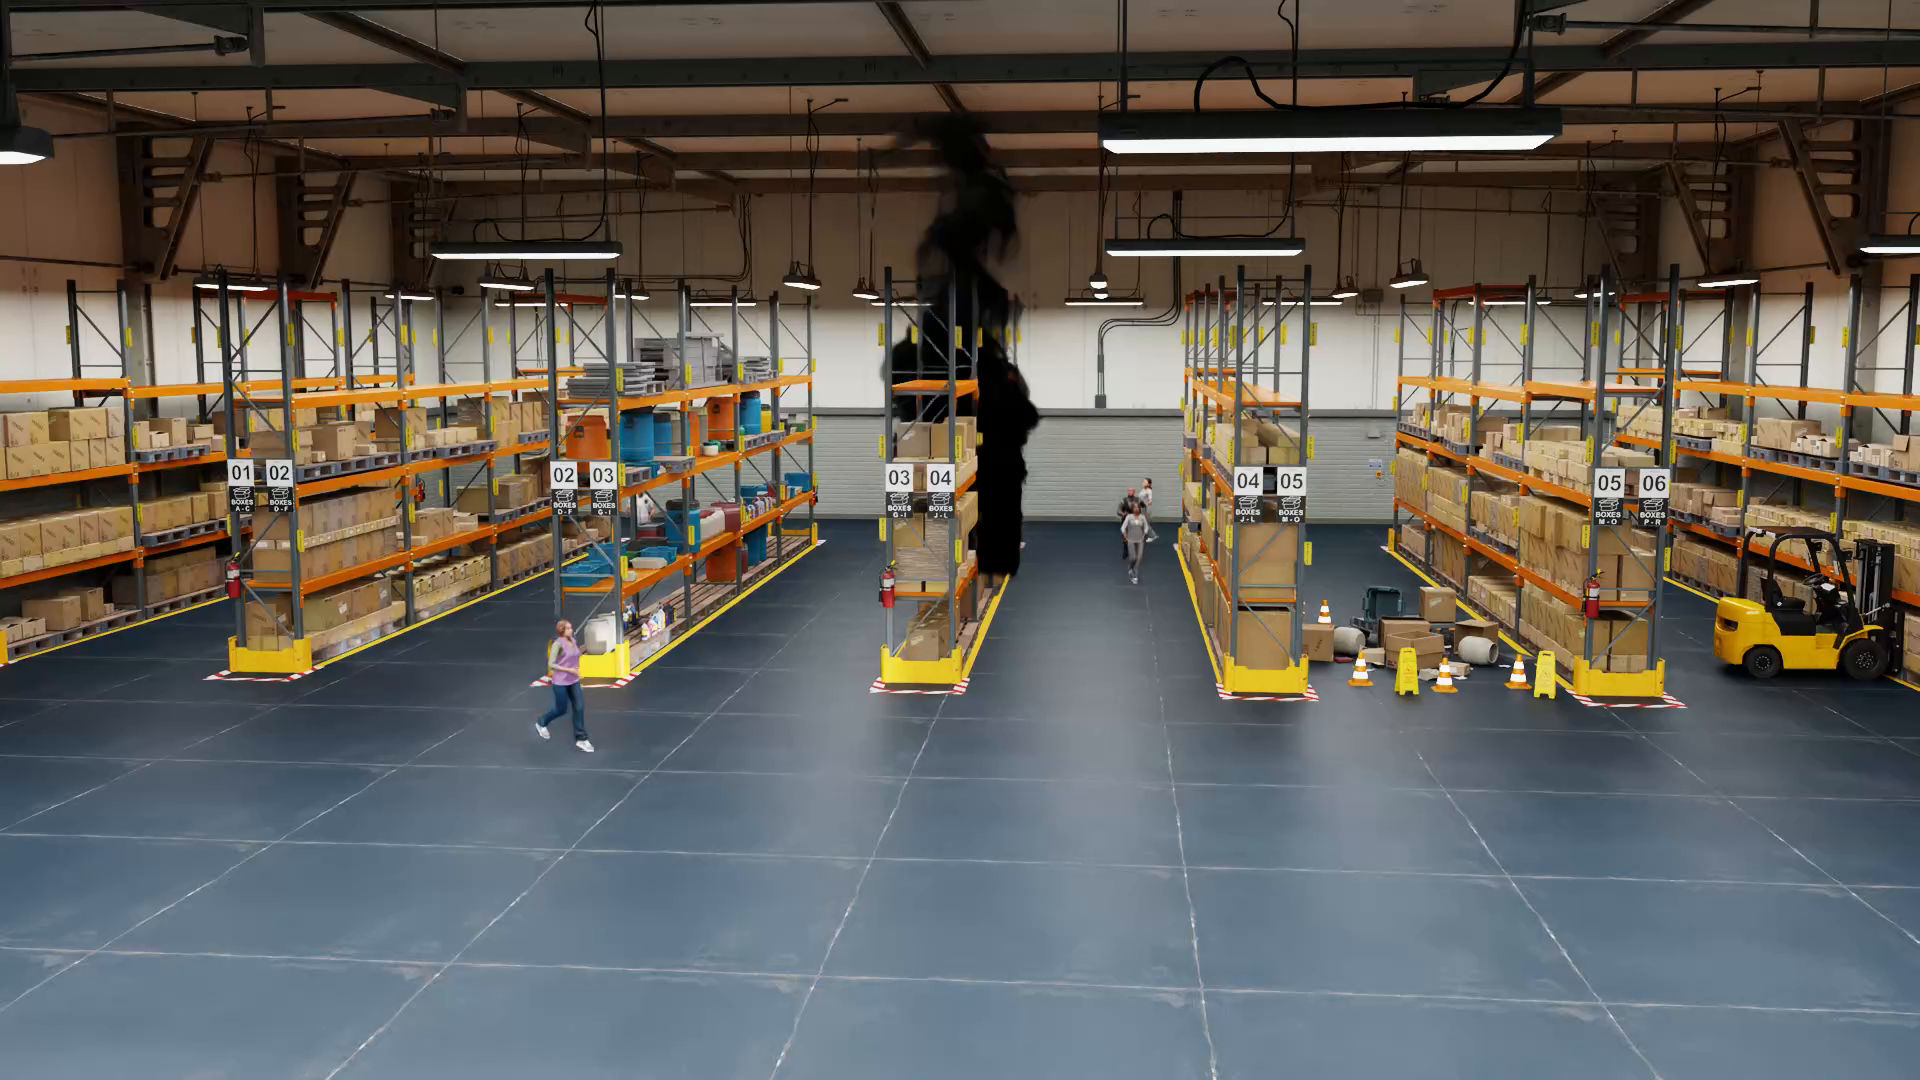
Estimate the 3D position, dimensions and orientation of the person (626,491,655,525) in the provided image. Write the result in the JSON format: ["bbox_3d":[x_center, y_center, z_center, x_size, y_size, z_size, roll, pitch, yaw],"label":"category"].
[{"bbox_3d":[-7.230,-0.436,37.680,0.649,1.737,0.595,-1,7,-7],"label":"person"}]

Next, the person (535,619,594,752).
[{"bbox_3d":[-4.826,1.755,20.275,0.848,1.609,0.559,4,8,28],"label":"person"}]

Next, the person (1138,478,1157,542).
[{"bbox_3d":[4.480,-0.663,40.019,0.824,1.660,0.584,-4,8,-30],"label":"person"}]

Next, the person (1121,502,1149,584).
[{"bbox_3d":[3.388,0.050,32.090,0.538,1.566,0.487,0,7,-4],"label":"person"}]

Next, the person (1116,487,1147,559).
[{"bbox_3d":[3.795,-0.319,36.803,0.668,1.739,0.967,1,7,8],"label":"person"}]
